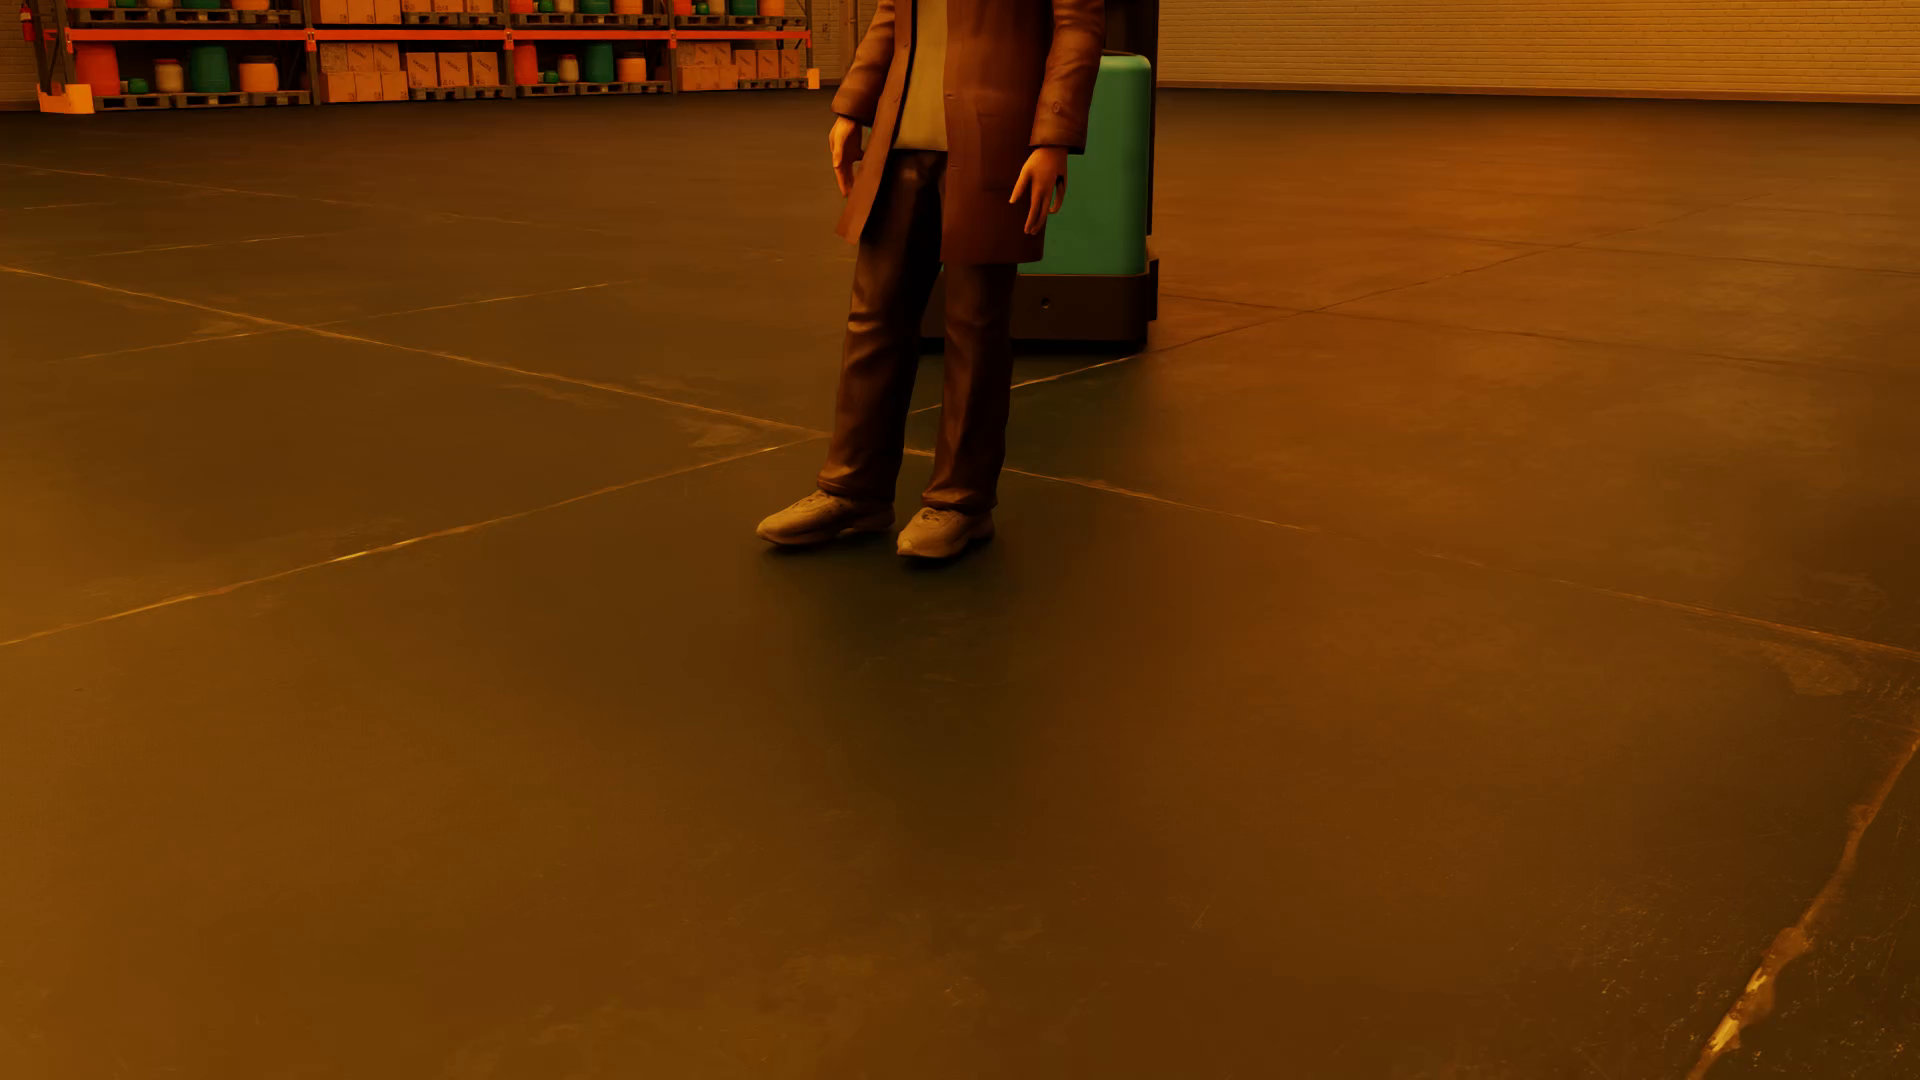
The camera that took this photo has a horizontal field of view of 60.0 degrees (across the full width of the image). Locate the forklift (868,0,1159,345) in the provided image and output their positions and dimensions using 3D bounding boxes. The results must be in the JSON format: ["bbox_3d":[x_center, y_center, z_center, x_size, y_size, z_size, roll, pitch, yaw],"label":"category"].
[{"bbox_3d":[0.317,-2.511,7.167,1.130,2.935,3.031,2,17,6],"label":"forklift"}]

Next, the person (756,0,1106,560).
[{"bbox_3d":[-0.061,-0.838,3.616,0.698,1.777,0.579,13,21,37],"label":"person"}]
